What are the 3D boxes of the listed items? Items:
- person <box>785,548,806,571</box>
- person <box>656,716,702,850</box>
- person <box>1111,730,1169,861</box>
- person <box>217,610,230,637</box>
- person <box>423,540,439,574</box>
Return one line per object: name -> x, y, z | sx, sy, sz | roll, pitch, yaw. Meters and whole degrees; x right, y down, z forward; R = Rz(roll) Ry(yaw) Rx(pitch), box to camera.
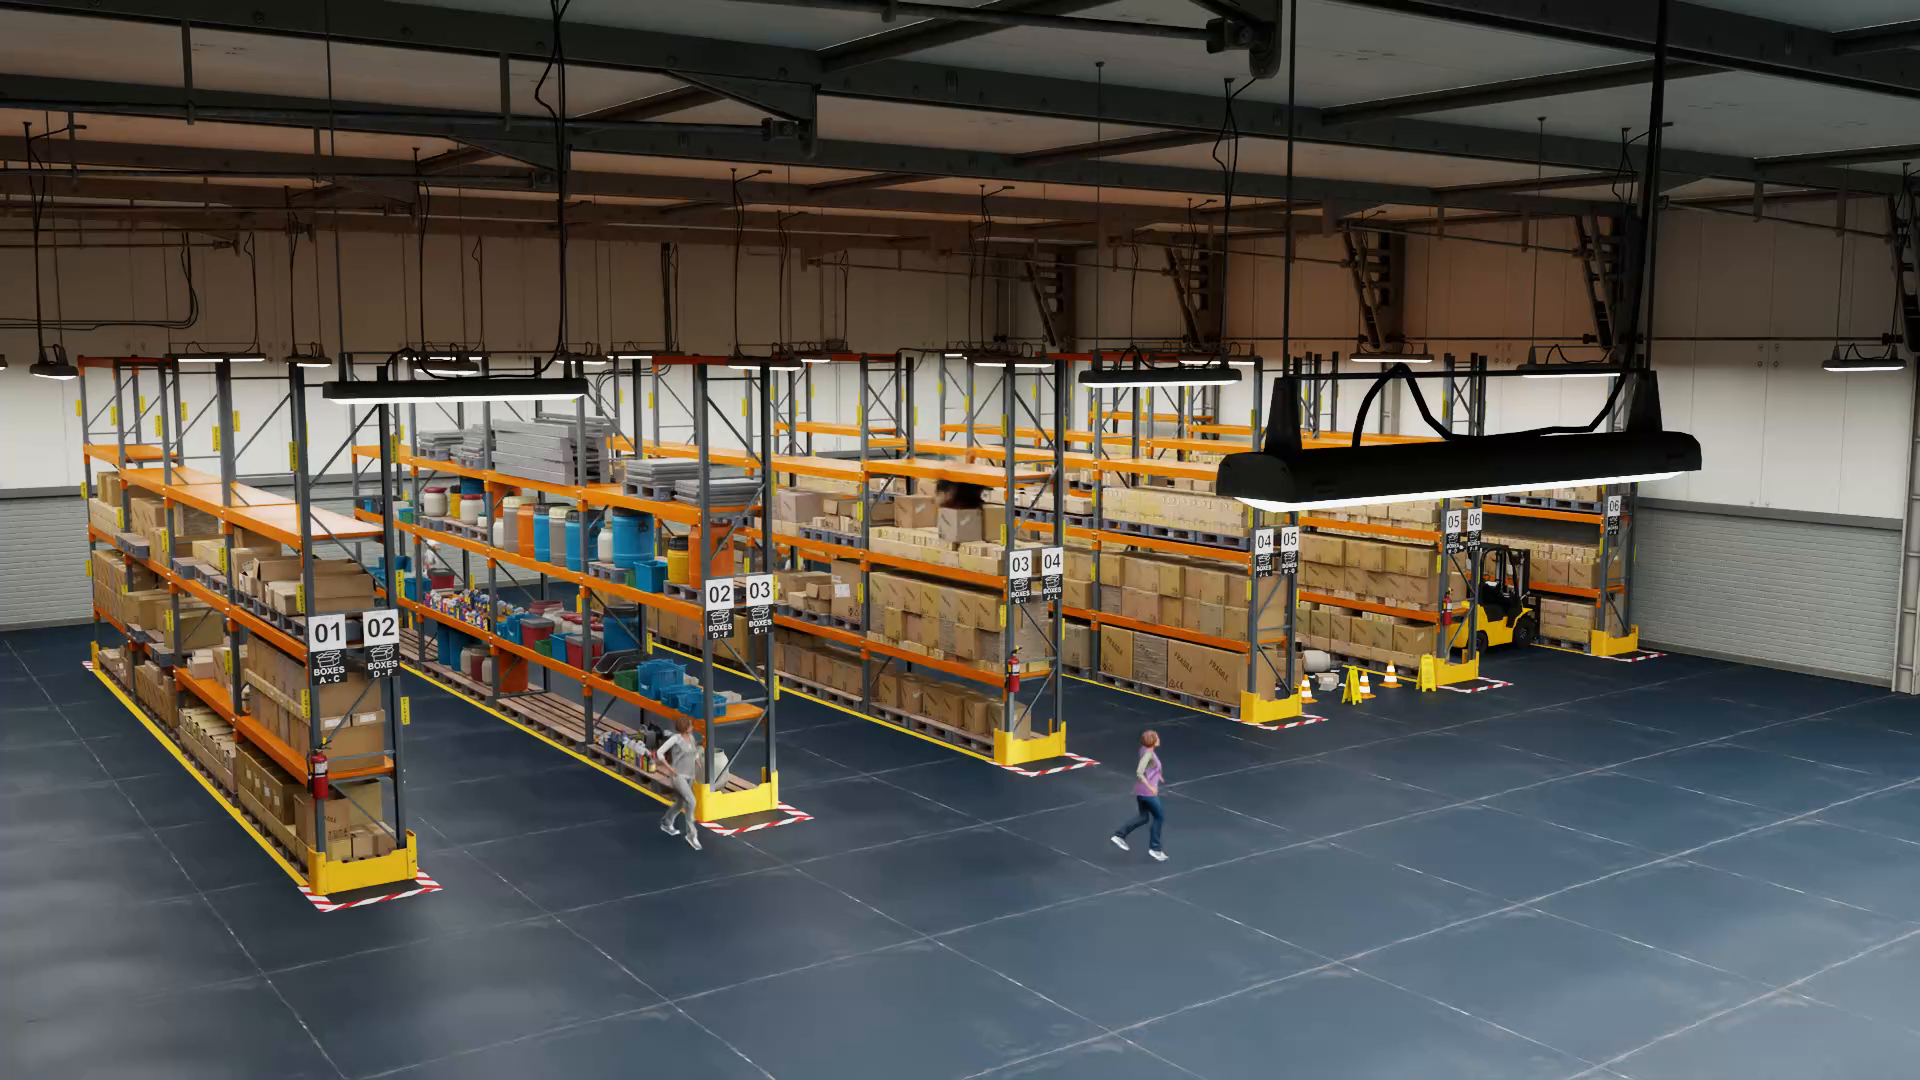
person -> -3.690, 1.003, 37.187 | 0.576, 1.709, 0.893 | -4, 8, -30
person -> -3.484, 3.016, 20.912 | 0.763, 1.623, 0.537 | 3, 8, 27
person -> 2.205, 3.103, 20.232 | 0.705, 1.628, 0.564 | 0, 7, -2
person -> -14.773, 1.518, 33.260 | 0.503, 1.603, 0.633 | 1, 7, 7
person -> -12.098, 0.871, 37.941 | 0.867, 1.766, 0.683 | -2, 7, -18
